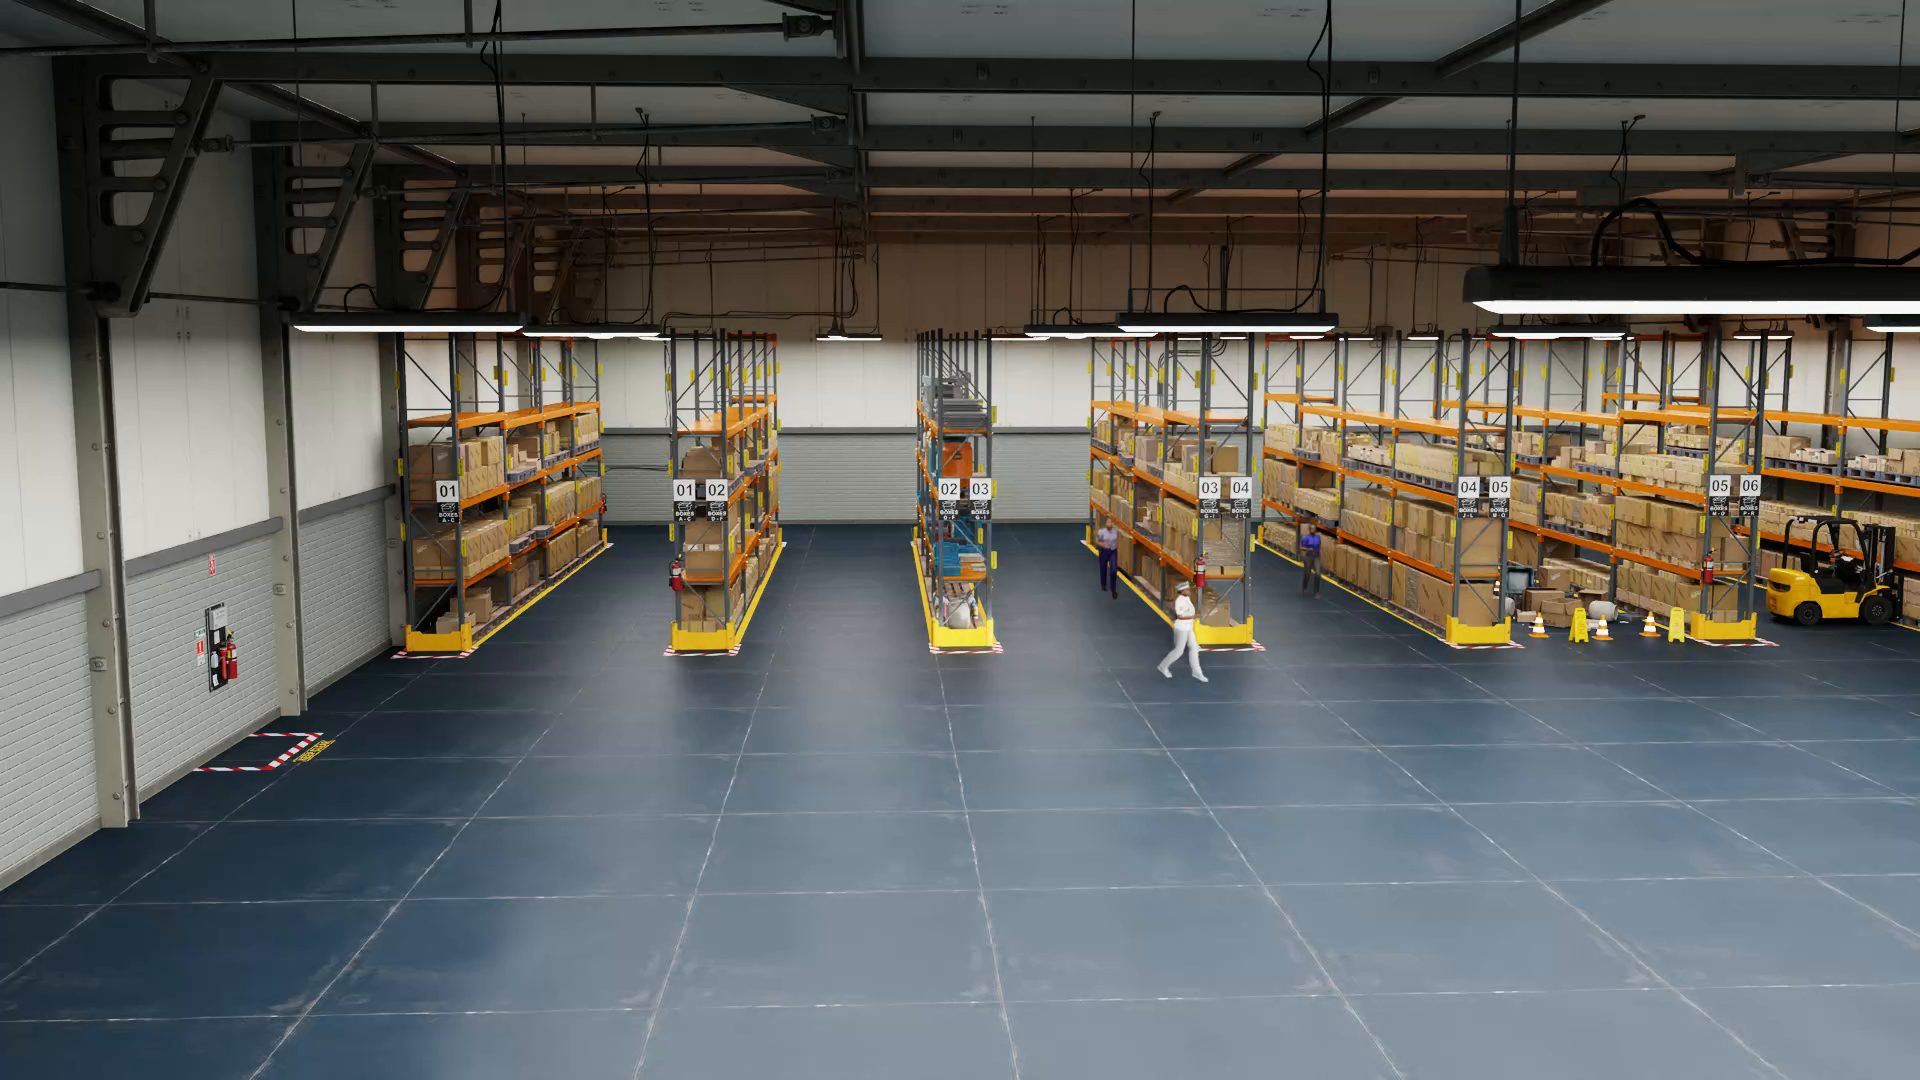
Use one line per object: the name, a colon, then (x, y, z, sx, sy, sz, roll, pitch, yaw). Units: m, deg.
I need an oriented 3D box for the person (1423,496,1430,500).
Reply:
person: (13.889, -0.948, 49.549, 0.517, 1.685, 0.749, 3, 8, 26)

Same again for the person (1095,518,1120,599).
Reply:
person: (3.233, 0.392, 36.272, 0.592, 1.768, 0.707, -1, 7, -6)

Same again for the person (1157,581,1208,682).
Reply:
person: (3.790, 1.544, 28.229, 0.871, 1.718, 0.570, 3, 8, 26)

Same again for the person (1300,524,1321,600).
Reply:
person: (7.920, 0.479, 37.540, 0.567, 1.707, 0.787, -1, 7, -5)
